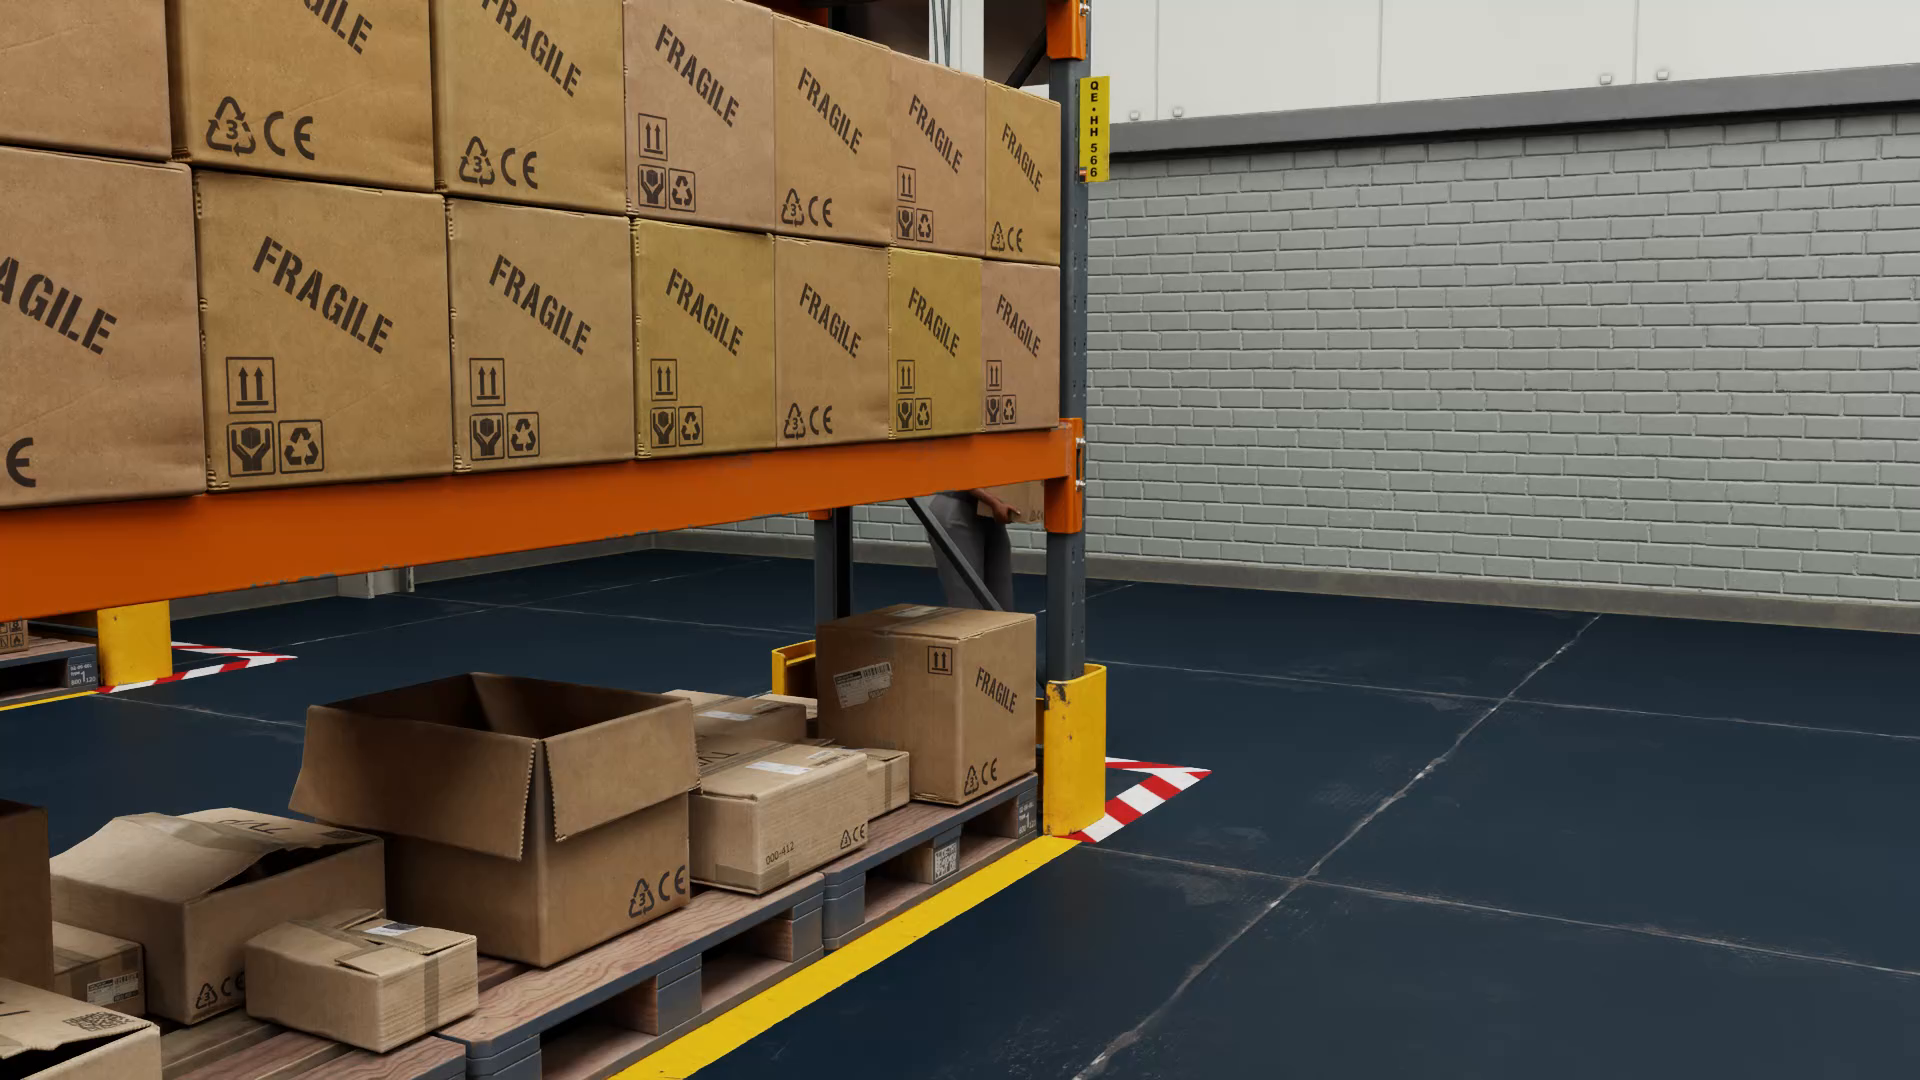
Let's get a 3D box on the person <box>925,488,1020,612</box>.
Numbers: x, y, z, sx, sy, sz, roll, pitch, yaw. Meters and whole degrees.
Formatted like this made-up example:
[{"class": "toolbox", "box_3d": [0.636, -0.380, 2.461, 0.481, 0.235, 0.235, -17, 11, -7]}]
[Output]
[{"class": "person", "box_3d": [0.104, -0.052, 6.926, 0.520, 1.645, 0.449, 4, 7, 34]}]
